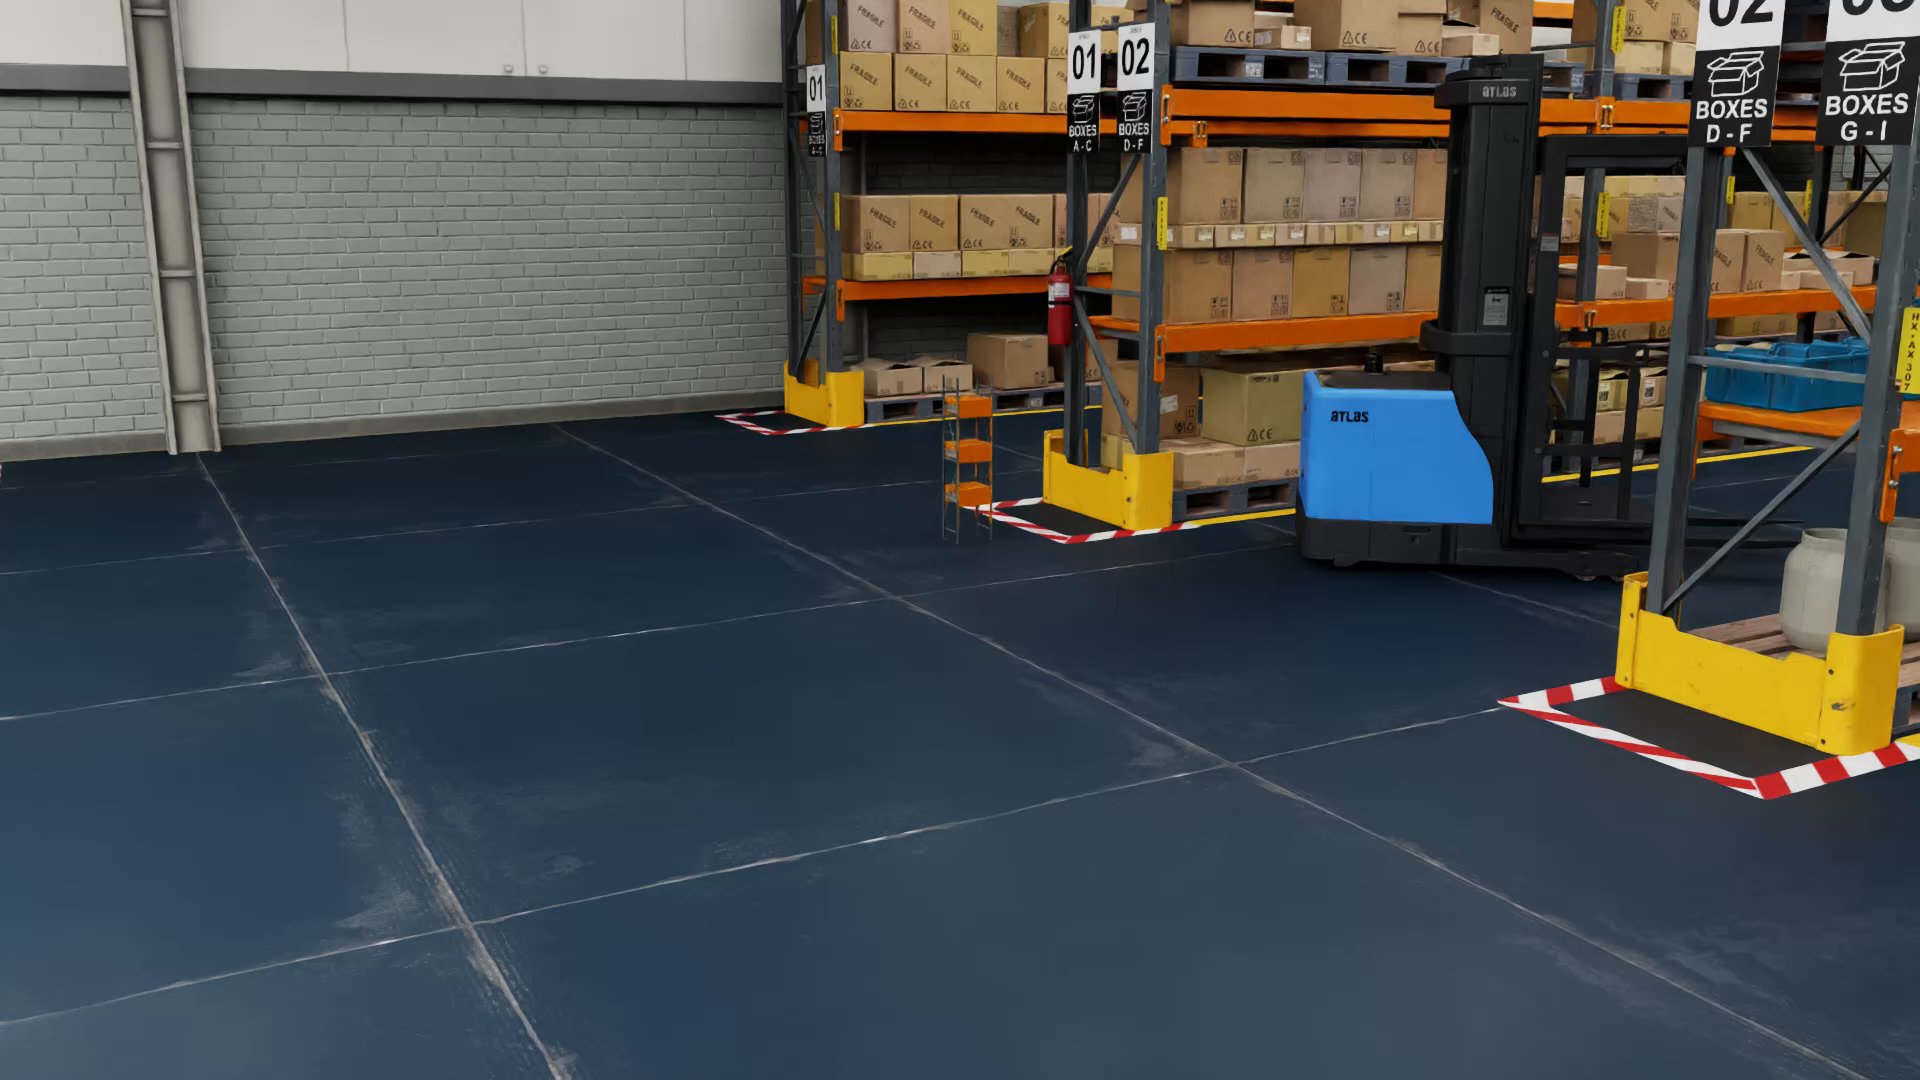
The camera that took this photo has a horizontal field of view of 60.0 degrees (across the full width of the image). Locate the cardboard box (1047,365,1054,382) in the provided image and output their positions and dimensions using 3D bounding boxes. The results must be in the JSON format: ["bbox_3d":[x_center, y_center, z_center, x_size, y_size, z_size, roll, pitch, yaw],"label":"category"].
[{"bbox_3d":[0.740,-1.687,16.764,0.250,0.149,0.380,-8,15,-32],"label":"cardboard box"}]

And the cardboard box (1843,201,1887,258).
[{"bbox_3d":[8.540,-2.836,15.194,0.700,0.500,0.500,11,17,41],"label":"cardboard box"}]

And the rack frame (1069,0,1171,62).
[{"bbox_3d":[1.020,-4.579,10.461,0.127,3.000,1.000,-7,14,-28],"label":"rack frame"}]

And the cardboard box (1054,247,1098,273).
[{"bbox_3d":[1.008,-2.749,16.289,0.500,0.250,0.500,-7,14,-28],"label":"cardboard box"}]

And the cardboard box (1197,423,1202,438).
[{"bbox_3d":[1.782,-0.684,12.124,0.500,0.250,0.500,-7,14,-28],"label":"cardboard box"}]

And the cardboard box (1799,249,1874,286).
[{"bbox_3d":[7.701,-2.421,14.737,0.500,0.311,0.500,-6,14,-24],"label":"cardboard box"}]

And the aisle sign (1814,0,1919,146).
[{"bbox_3d":[3.467,-1.902,6.307,0.004,0.787,0.394,-7,14,-28],"label":"aisle sign"}]

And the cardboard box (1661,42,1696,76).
[{"bbox_3d":[5.557,-3.790,13.170,0.500,0.250,0.500,-8,15,-33],"label":"cardboard box"}]

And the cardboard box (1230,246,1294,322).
[{"bbox_3d":[1.894,-1.804,11.566,0.500,0.500,0.700,-6,14,-26],"label":"cardboard box"}]

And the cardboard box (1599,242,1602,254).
[{"bbox_3d":[7.406,-3.489,19.807,0.250,0.149,0.380,-7,14,-28],"label":"cardboard box"}]

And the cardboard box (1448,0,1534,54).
[{"bbox_3d":[3.962,-3.856,12.578,0.500,0.500,0.500,-6,14,-23],"label":"cardboard box"}]

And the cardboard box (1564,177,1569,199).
[{"bbox_3d":[6.658,-4.073,19.215,0.500,0.250,0.500,-7,14,-29],"label":"cardboard box"}]

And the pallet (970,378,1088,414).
[{"bbox_3d":[0.509,-1.460,16.618,1.213,0.211,1.003,-7,14,-28],"label":"pallet"}]

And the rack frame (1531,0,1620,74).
[{"bbox_3d":[4.531,-5.000,12.331,0.127,3.000,1.000,-7,14,-28],"label":"rack frame"}]

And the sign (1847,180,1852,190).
[{"bbox_3d":[12.426,-4.859,23.214,0.005,0.325,0.100,-7,14,-28],"label":"sign"}]

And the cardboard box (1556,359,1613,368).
[{"bbox_3d":[5.203,-1.364,13.867,0.500,0.311,0.500,-6,14,-26],"label":"cardboard box"}]

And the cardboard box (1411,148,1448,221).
[{"bbox_3d":[3.261,-2.601,12.153,0.500,0.500,0.700,-7,14,-28],"label":"cardboard box"}]

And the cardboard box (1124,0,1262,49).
[{"bbox_3d":[1.526,-3.499,10.983,0.637,0.503,0.797,-6,14,-24],"label":"cardboard box"}]

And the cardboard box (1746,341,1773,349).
[{"bbox_3d":[7.441,-1.633,15.061,0.500,0.311,0.500,-6,14,-26],"label":"cardboard box"}]

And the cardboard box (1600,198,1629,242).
[{"bbox_3d":[7.567,-3.815,19.780,0.500,0.500,0.500,-6,14,-26],"label":"cardboard box"}]

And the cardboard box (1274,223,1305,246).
[{"bbox_3d":[2.140,-2.098,11.394,0.250,0.149,0.380,-7,14,-29],"label":"cardboard box"}]

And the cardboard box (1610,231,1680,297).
[{"bbox_3d":[5.675,-2.255,13.570,0.500,0.500,0.500,-6,14,-24],"label":"cardboard box"}]

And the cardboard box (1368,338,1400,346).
[{"bbox_3d":[4.550,-2.326,18.804,0.500,0.500,0.700,-7,14,-28],"label":"cardboard box"}]

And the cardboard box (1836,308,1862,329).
[{"bbox_3d":[11.681,-3.130,22.421,0.500,0.500,0.700,-7,14,-28],"label":"cardboard box"}]

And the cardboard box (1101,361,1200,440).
[{"bbox_3d":[1.348,-0.996,11.799,0.500,0.500,0.500,-7,14,-28],"label":"cardboard box"}]

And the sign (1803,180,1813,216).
[{"bbox_3d":[7.773,-3.124,15.202,0.005,0.325,0.100,-7,14,-28],"label":"sign"}]

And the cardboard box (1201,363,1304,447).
[{"bbox_3d":[2.035,-0.948,11.589,0.500,0.500,0.500,-7,14,-28],"label":"cardboard box"}]

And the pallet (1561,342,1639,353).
[{"bbox_3d":[7.462,-2.284,20.276,1.213,0.211,1.003,-7,14,-28],"label":"pallet"}]

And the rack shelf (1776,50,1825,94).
[{"bbox_3d":[5.145,-2.020,7.561,4.000,0.370,1.077,-7,14,-28],"label":"rack shelf"}]

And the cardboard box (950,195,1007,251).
[{"bbox_3d":[0.101,-3.005,15.717,0.500,0.500,0.500,-7,15,-30],"label":"cardboard box"}]

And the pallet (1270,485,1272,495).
[{"bbox_3d":[2.740,-0.508,12.386,1.213,0.211,1.003,-7,14,-28],"label":"pallet"}]

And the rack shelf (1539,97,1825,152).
[{"bbox_3d":[6.286,-3.396,13.674,4.000,0.370,1.077,-7,14,-28],"label":"rack shelf"}]

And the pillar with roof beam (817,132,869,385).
[{"bbox_3d":[0.906,-4.944,12.083,0.400,9.000,9.100,-7,14,-28],"label":"pillar with roof beam"}]

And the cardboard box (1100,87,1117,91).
[{"bbox_3d":[1.379,-4.398,16.214,0.500,0.500,0.500,-8,15,-33],"label":"cardboard box"}]

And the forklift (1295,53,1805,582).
[{"bbox_3d":[3.592,-1.314,9.772,3.031,2.935,1.130,2,13,8],"label":"forklift"}]

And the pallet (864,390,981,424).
[{"bbox_3d":[-0.560,-1.333,16.051,1.213,0.211,1.003,-7,14,-28],"label":"pallet"}]

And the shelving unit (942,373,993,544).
[{"bbox_3d":[0.047,-0.518,10.519,0.252,1.050,0.215,-7,14,-28],"label":"shelving unit"}]

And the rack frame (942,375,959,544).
[{"bbox_3d":[-0.060,-0.505,10.462,0.008,1.050,0.200,-7,14,-28],"label":"rack frame"}]

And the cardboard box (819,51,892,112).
[{"bbox_3d":[-0.944,-4.116,14.960,0.500,0.500,0.500,-6,14,-26],"label":"cardboard box"}]

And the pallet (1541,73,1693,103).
[{"bbox_3d":[5.299,-3.539,13.105,1.217,0.209,0.805,-8,15,-30],"label":"pallet"}]

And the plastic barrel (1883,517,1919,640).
[{"bbox_3d":[4.371,0.175,7.711,0.421,0.512,0.421,0,13,0],"label":"plastic barrel"}]

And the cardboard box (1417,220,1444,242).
[{"bbox_3d":[3.279,-2.235,12.005,0.250,0.149,0.380,-6,14,-26],"label":"cardboard box"}]

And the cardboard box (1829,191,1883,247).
[{"bbox_3d":[11.611,-4.302,22.210,0.700,0.700,0.980,-7,14,-28],"label":"cardboard box"}]

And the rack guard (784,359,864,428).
[{"bbox_3d":[-1.290,-1.395,15.670,0.348,0.500,1.175,-7,14,-28],"label":"rack guard"}]

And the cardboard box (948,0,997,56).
[{"bbox_3d":[0.006,-4.709,15.320,0.500,0.500,0.500,-6,14,-26],"label":"cardboard box"}]

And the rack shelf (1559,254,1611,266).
[{"bbox_3d":[7.420,-3.308,20.114,4.000,0.370,1.077,-7,14,-28],"label":"rack shelf"}]

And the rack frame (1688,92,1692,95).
[{"bbox_3d":[9.176,-6.796,20.311,0.127,3.000,1.000,-7,14,-28],"label":"rack frame"}]

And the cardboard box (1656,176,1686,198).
[{"bbox_3d":[8.435,-4.288,20.173,0.500,0.250,0.500,-6,14,-27],"label":"cardboard box"}]
